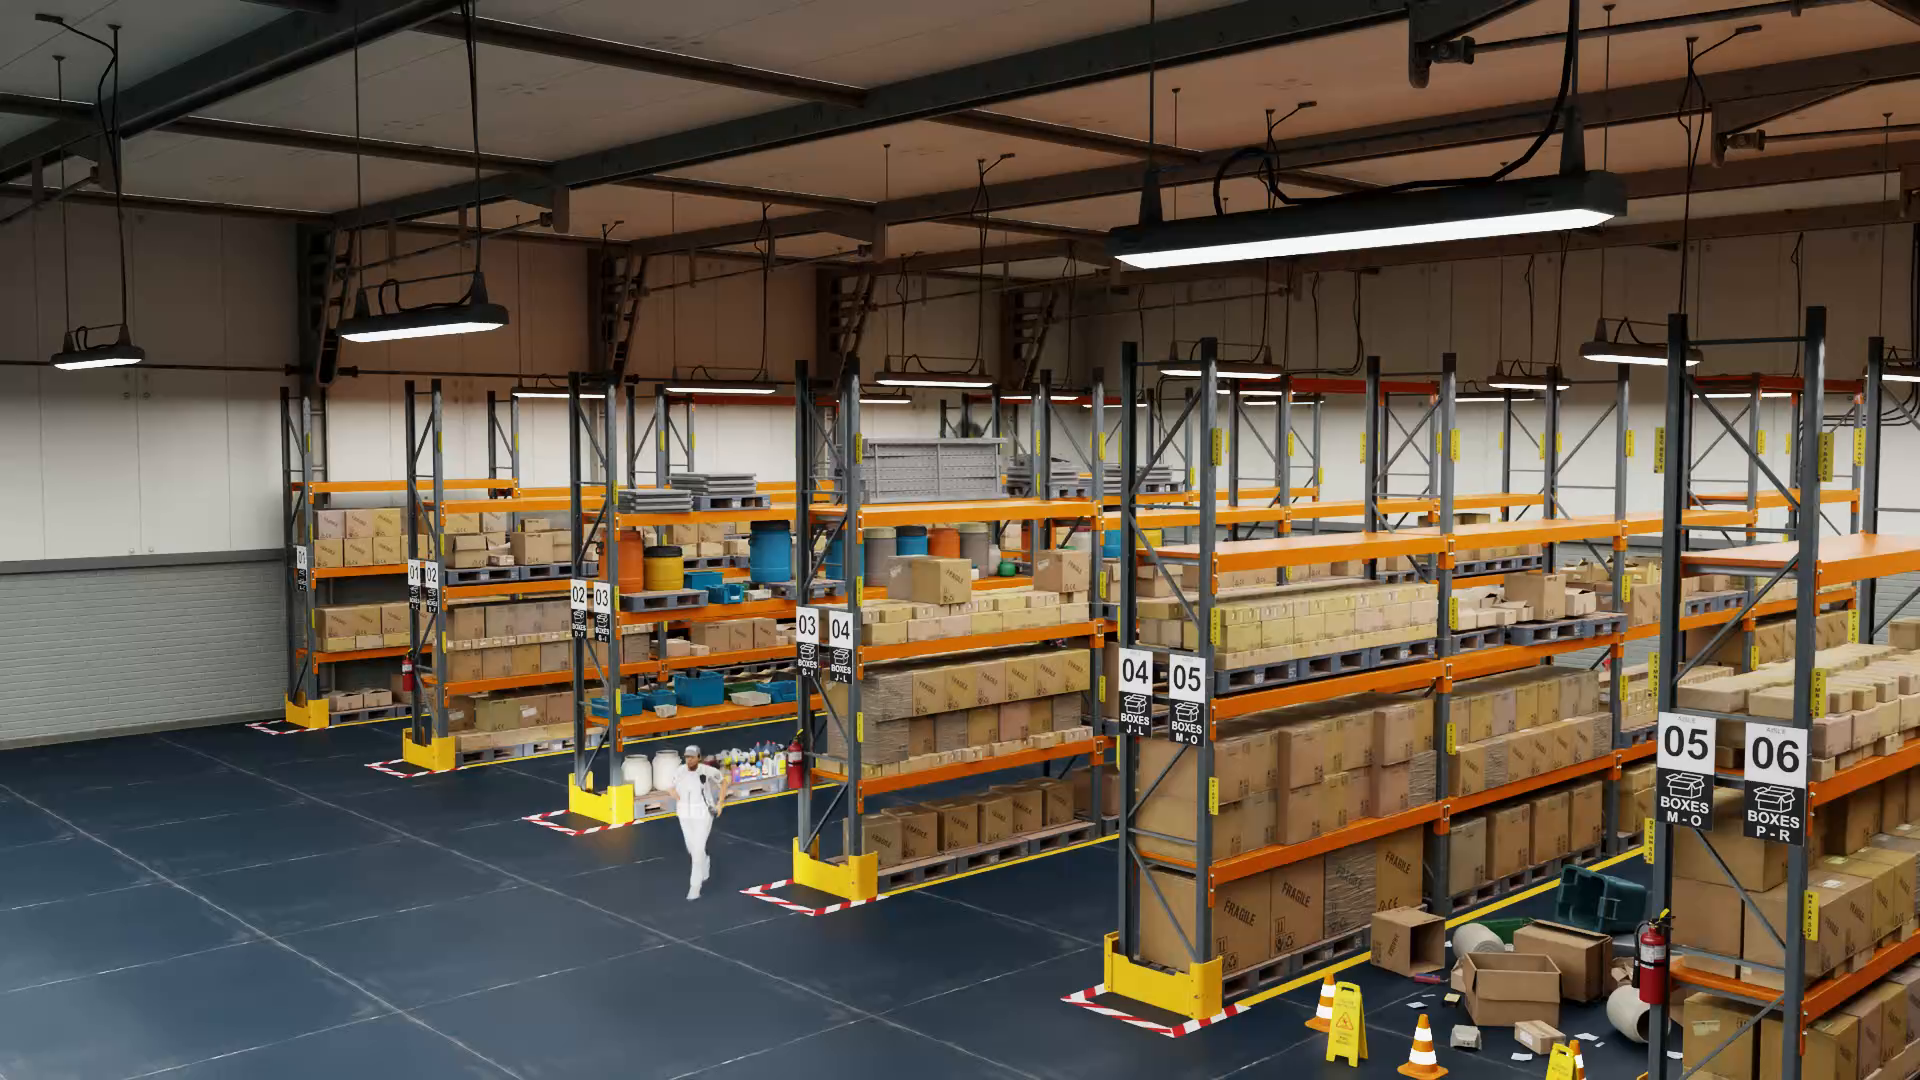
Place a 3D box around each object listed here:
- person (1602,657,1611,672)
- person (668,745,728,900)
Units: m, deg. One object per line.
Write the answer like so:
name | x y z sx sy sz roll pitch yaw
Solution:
person | 9.835 2.681 25.154 0.718 1.822 0.683 -3 5 -39
person | -2.985 3.147 18.833 0.632 1.700 0.881 1 4 14
